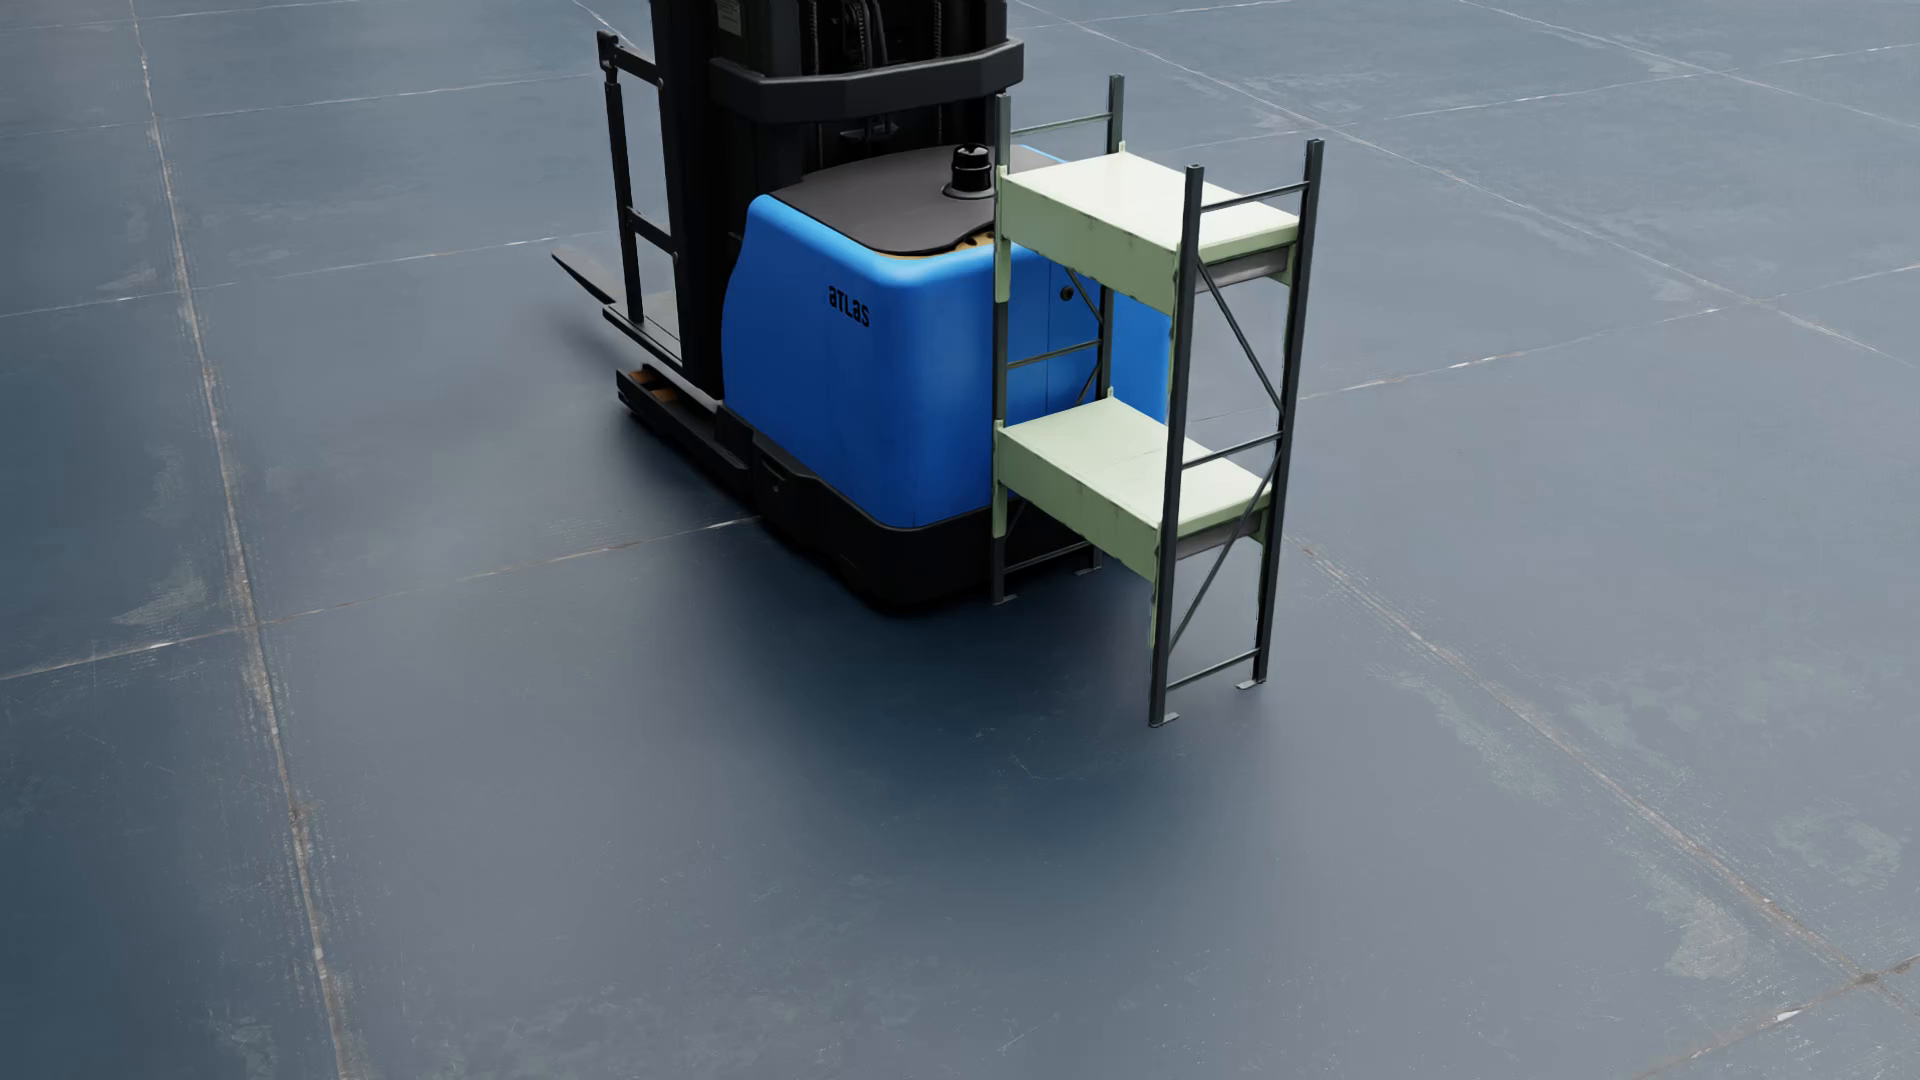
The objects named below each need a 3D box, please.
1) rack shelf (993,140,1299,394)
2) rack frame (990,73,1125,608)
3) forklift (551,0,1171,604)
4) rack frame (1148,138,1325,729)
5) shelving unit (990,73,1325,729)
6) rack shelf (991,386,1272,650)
[{"bbox_3d":[0.464,-0.706,4.177,0.431,0.370,0.720,-18,34,-29],"label":"rack shelf"},{"bbox_3d":[0.260,-0.514,4.633,0.400,1.500,0.023,-18,34,-29],"label":"rack frame"},{"bbox_3d":[-0.590,-1.770,5.410,1.130,2.935,3.031,-18,34,-29],"label":"forklift"},{"bbox_3d":[0.668,-0.217,4.103,0.400,1.500,0.023,-18,34,-29],"label":"rack frame"},{"bbox_3d":[0.464,-0.365,4.368,0.431,1.500,0.755,-18,34,-29],"label":"shelving unit"},{"bbox_3d":[0.464,-0.081,4.527,0.431,0.370,0.720,-18,34,-29],"label":"rack shelf"}]
